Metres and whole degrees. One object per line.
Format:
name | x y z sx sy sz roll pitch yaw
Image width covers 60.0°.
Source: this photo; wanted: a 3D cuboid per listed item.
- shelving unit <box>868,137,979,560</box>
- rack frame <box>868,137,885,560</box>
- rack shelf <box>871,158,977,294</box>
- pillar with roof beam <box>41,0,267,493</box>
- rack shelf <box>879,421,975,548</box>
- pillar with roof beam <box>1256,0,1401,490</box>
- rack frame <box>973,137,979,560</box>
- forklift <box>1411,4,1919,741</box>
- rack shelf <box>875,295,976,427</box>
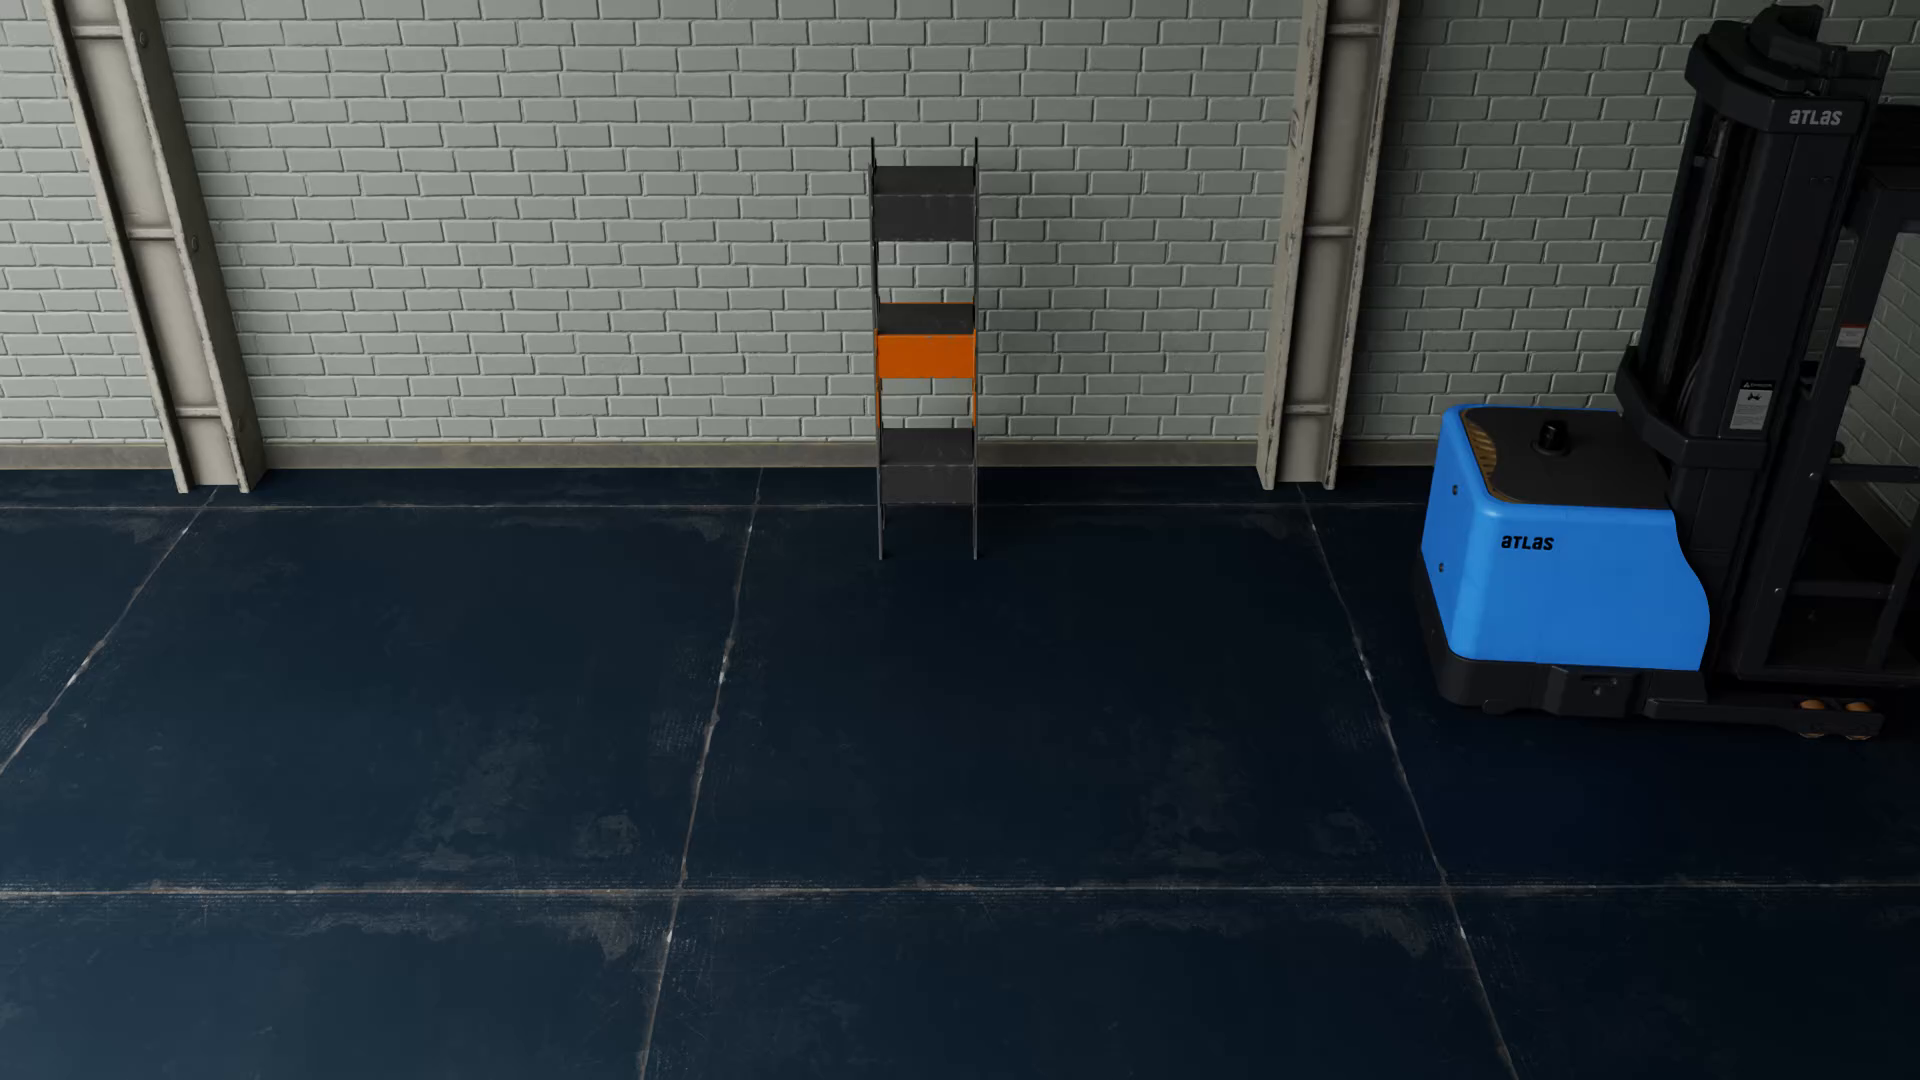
shelving unit | -0.166 -0.897 8.204 0.503 2.100 0.431 0 31 0
rack frame | -0.410 -0.896 8.203 0.015 2.100 0.400 0 31 0
rack shelf | -0.166 -1.484 7.848 0.480 0.518 0.431 0 31 0
pillar with roof beam | -4.093 -1.956 3.298 0.400 9.000 9.100 0 31 0
rack shelf | -0.166 -0.287 8.575 0.480 0.518 0.431 0 31 0
pillar with roof beam | 1.907 -1.974 3.329 0.400 9.000 9.100 0 31 0
rack frame | 0.078 -0.898 8.206 0.015 2.100 0.400 0 31 0
forklift | 3.700 -0.662 7.016 3.031 2.935 1.130 3 31 4
rack shelf | -0.166 -0.885 8.212 0.480 0.518 0.431 0 31 0
